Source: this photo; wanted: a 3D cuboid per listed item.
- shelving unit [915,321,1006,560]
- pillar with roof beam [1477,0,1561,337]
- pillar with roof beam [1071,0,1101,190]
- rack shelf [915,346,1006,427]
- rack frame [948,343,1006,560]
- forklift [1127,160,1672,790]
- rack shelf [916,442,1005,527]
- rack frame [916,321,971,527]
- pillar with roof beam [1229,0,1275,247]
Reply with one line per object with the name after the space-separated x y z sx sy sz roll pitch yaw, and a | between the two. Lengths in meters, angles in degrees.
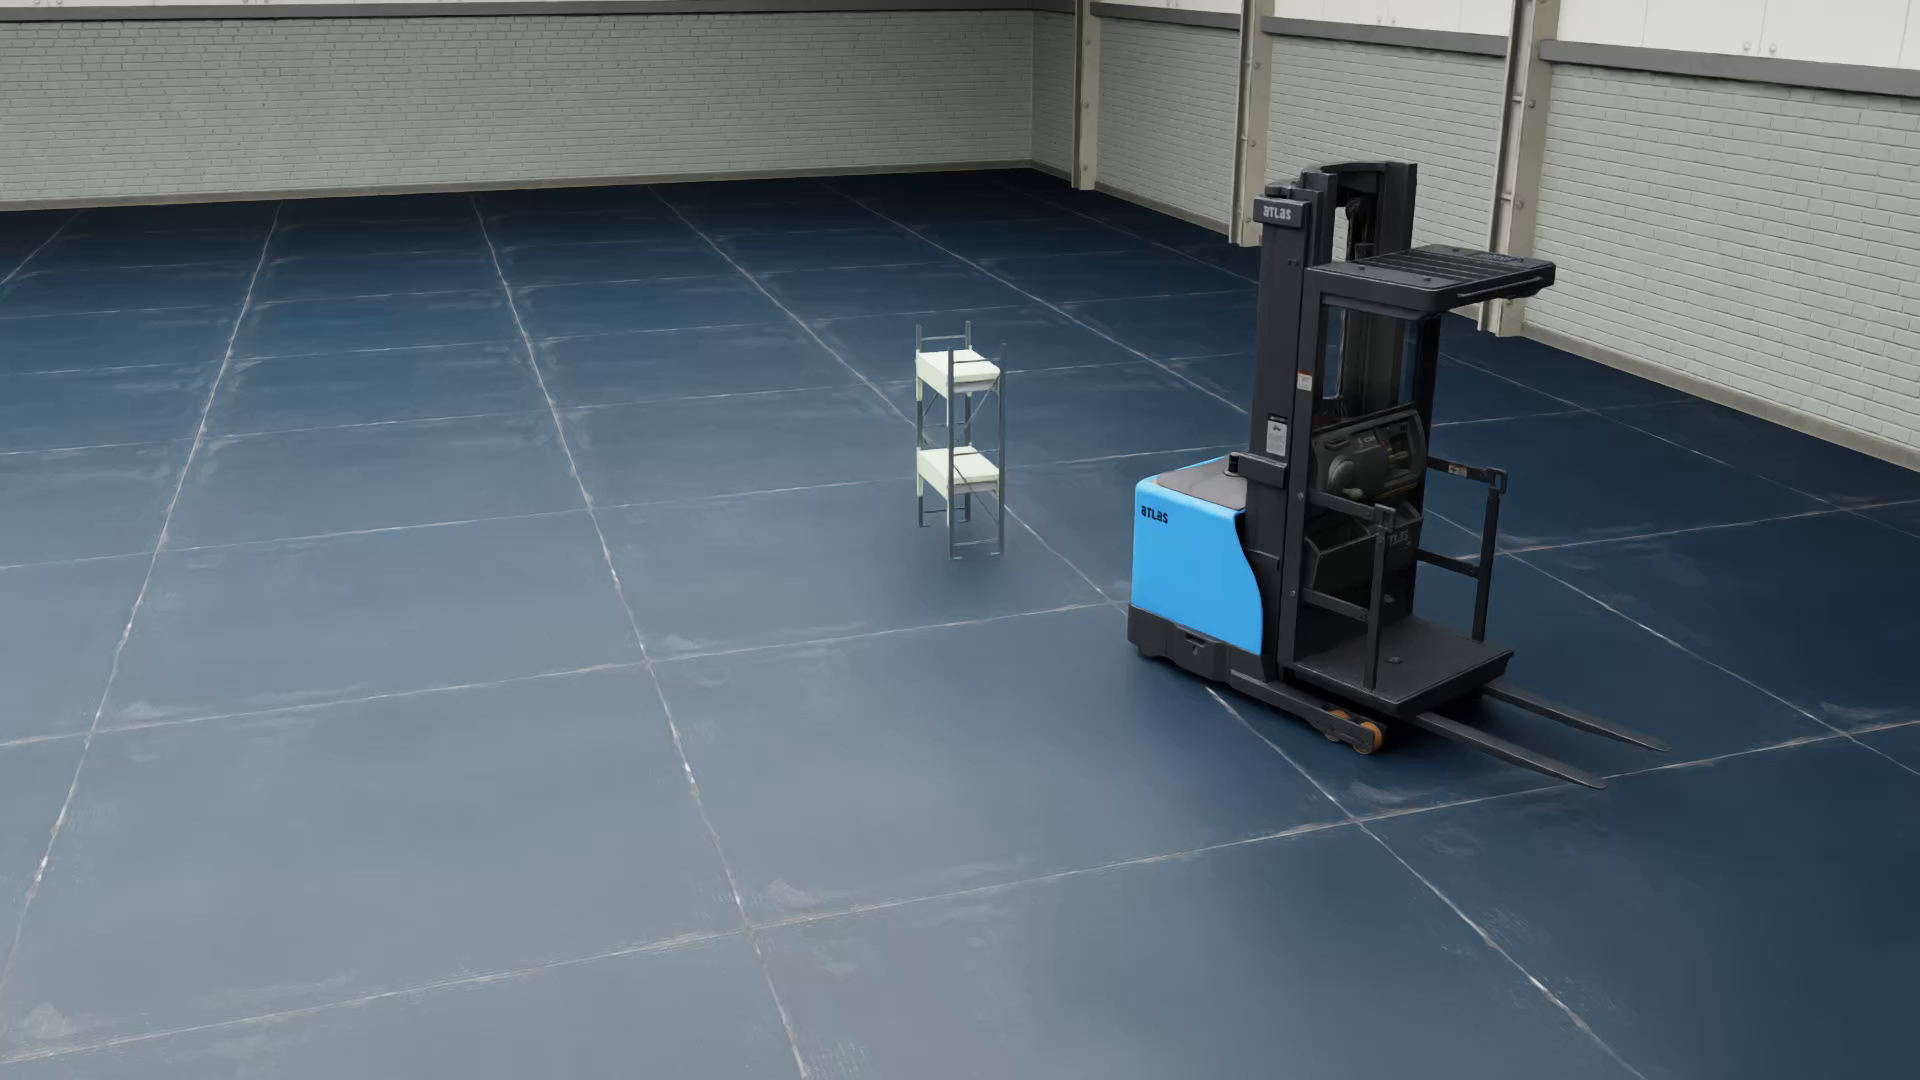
-0.002 -0.708 11.669 0.431 1.500 0.755 -6 21 -17 | shelving unit
1.840 -6.057 15.468 9.100 9.000 0.400 -6 21 -17 | pillar with roof beam
-1.931 -9.908 26.190 9.100 9.000 0.400 -6 21 -17 | pillar with roof beam
-0.002 -1.075 11.537 0.431 0.370 0.720 -6 21 -17 | rack shelf
0.113 -0.591 11.342 0.400 1.500 0.023 -6 21 -17 | rack frame
2.345 -0.442 8.812 1.130 2.935 3.031 -16 25 -37 | forklift
-0.002 -0.401 11.779 0.431 0.370 0.720 -6 21 -17 | rack shelf
-0.117 -0.825 11.996 0.400 1.500 0.023 -6 21 -17 | rack frame
-0.046 -7.983 20.829 9.100 9.000 0.400 -6 21 -17 | pillar with roof beam
